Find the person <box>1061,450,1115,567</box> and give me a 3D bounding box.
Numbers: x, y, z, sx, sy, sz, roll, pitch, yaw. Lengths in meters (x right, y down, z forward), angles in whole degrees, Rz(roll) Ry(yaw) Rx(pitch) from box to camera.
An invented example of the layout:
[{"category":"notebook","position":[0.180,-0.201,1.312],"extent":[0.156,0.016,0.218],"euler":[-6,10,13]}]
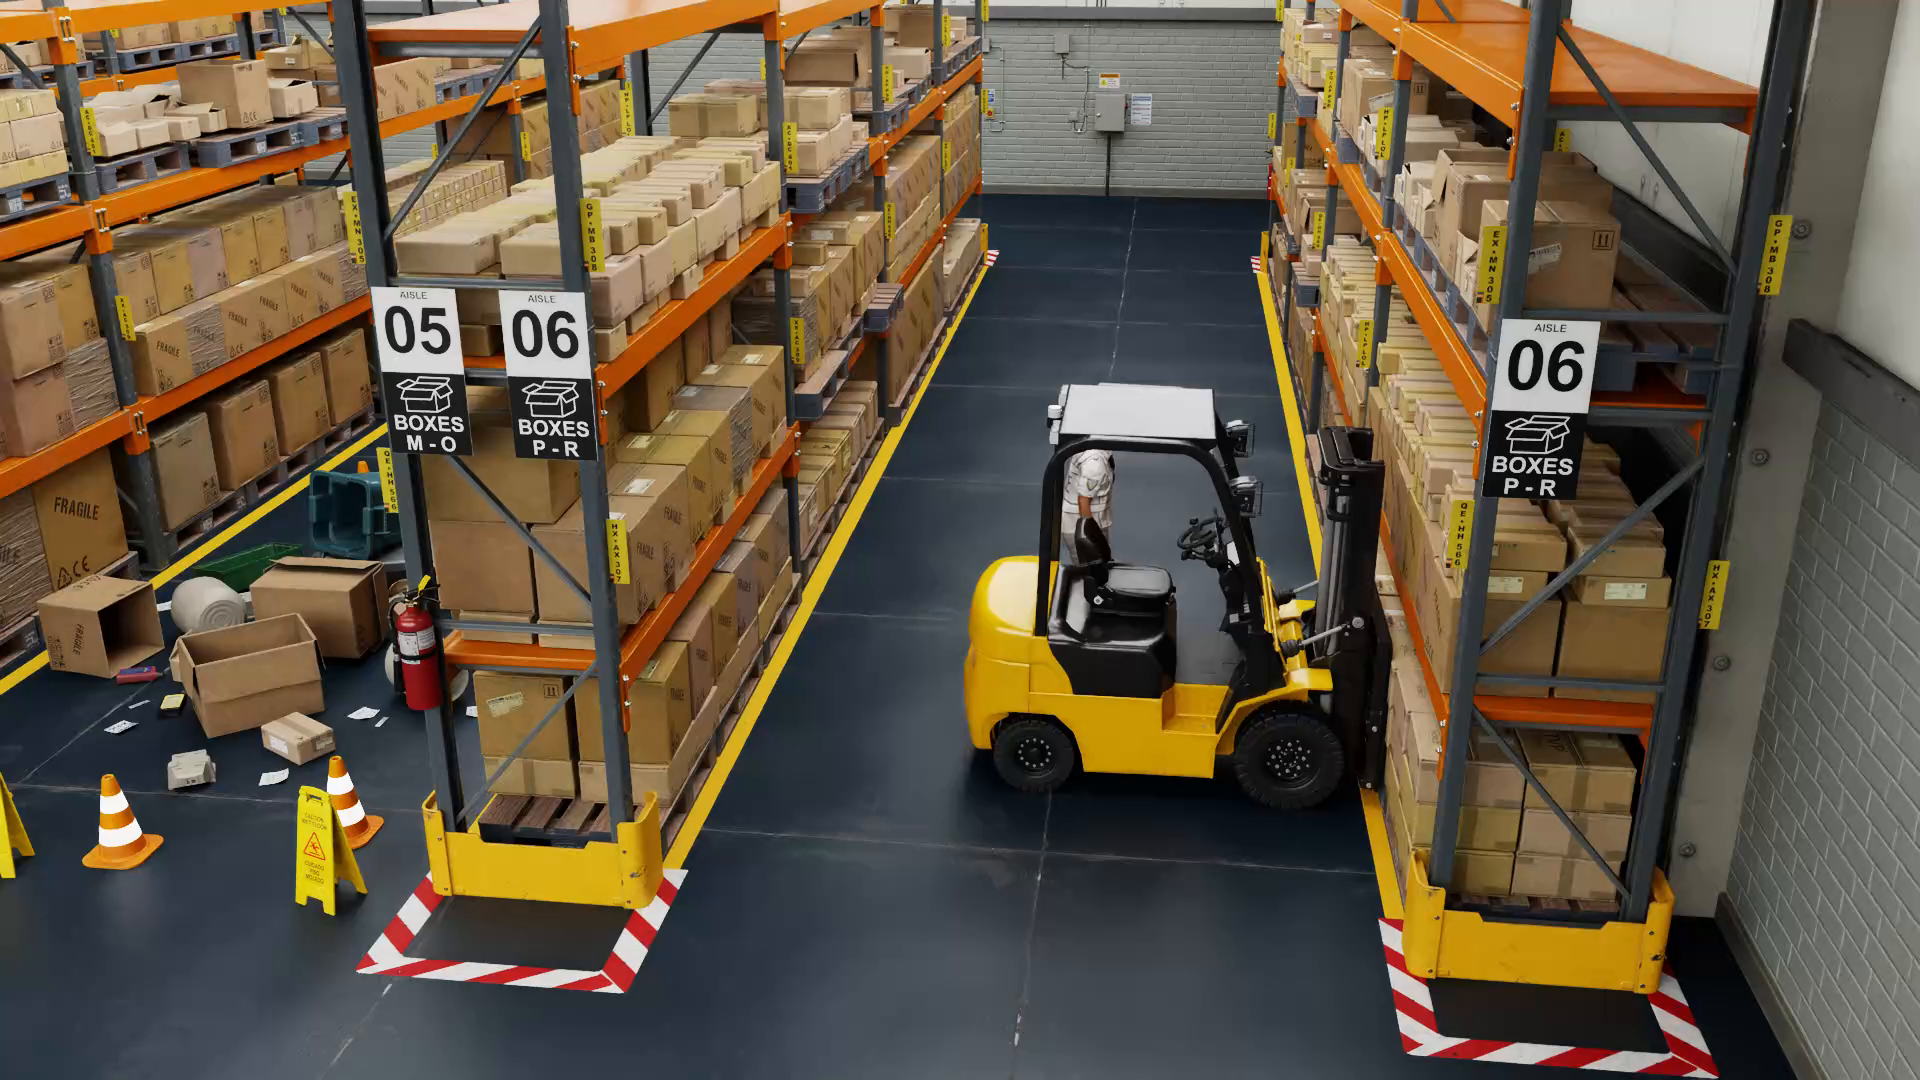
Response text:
[{"category":"person","position":[0.874,-0.060,11.285],"extent":[0.404,1.625,0.537],"euler":[2,21,6]}]
